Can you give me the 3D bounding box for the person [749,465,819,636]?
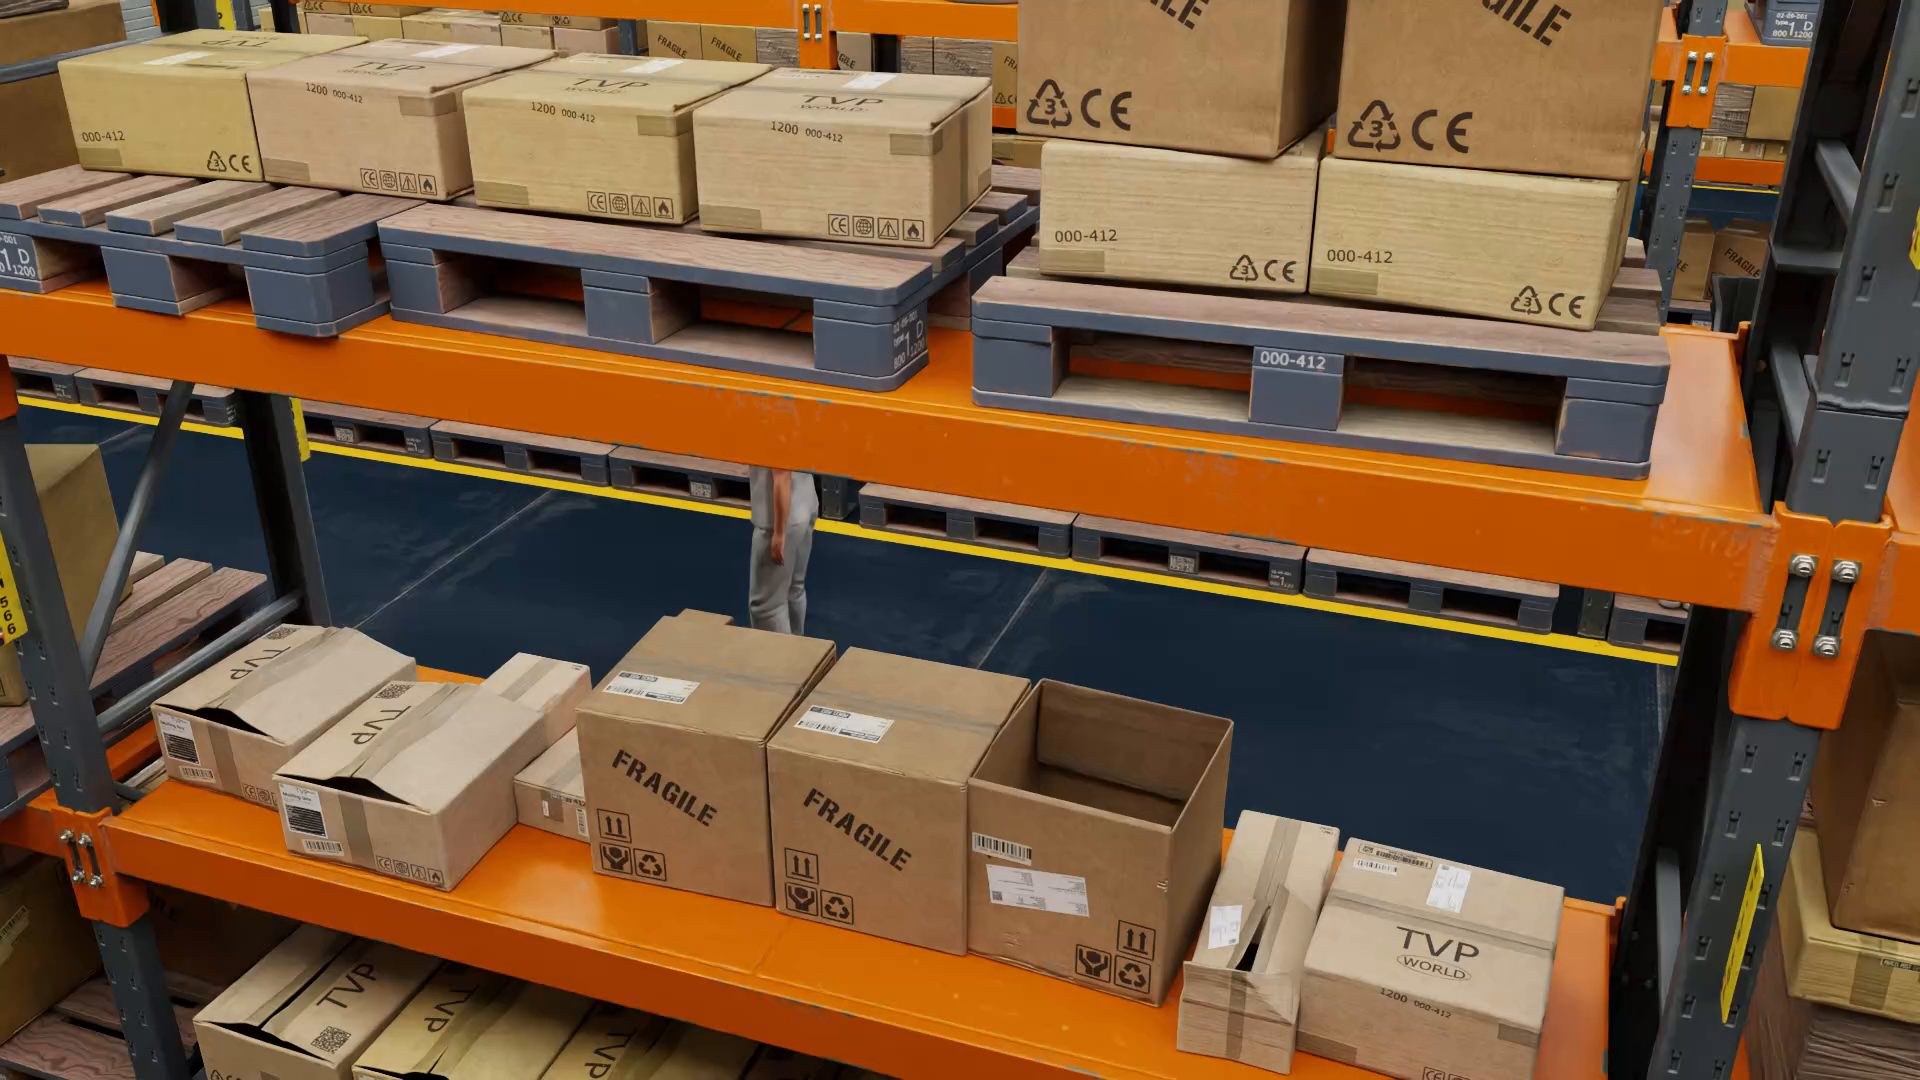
[{"bbox_3d":[-0.811,-0.070,7.241,0.470,1.709,0.526,6,26,12],"label":"person"}]
